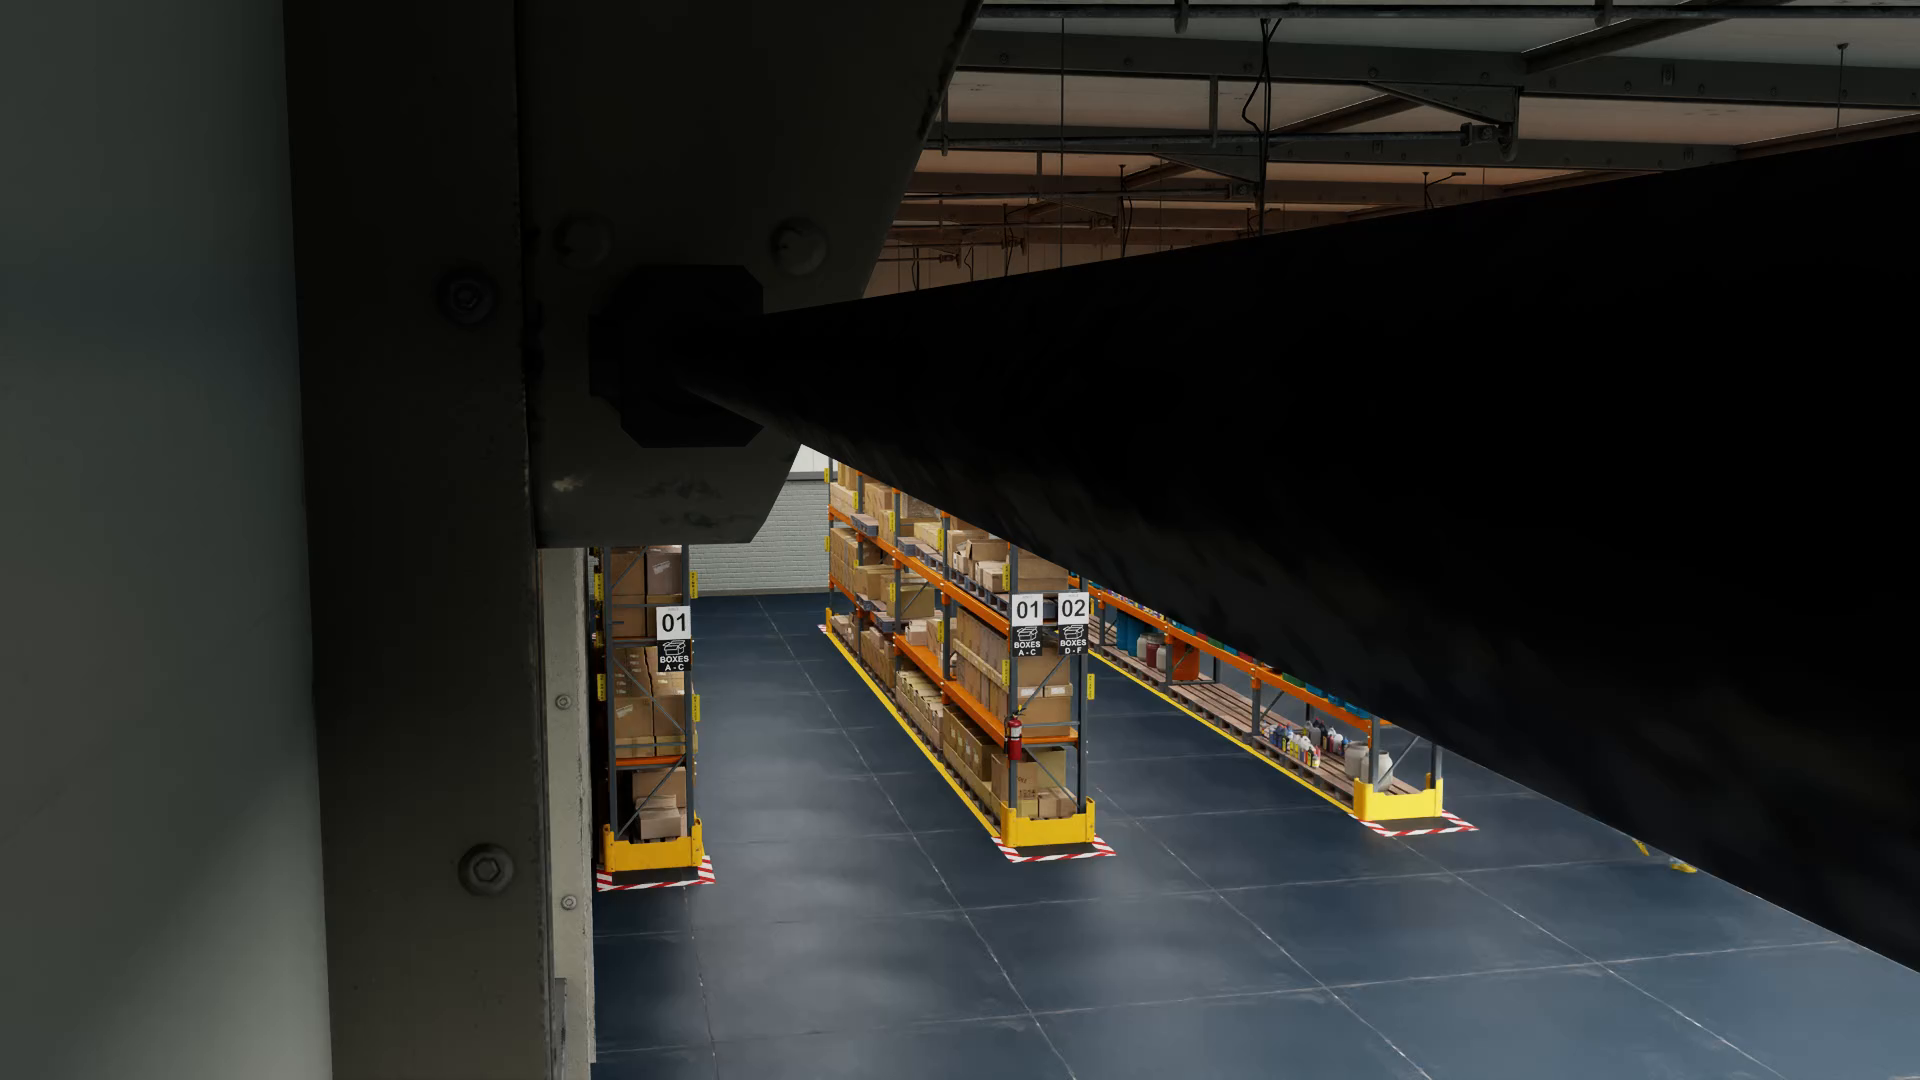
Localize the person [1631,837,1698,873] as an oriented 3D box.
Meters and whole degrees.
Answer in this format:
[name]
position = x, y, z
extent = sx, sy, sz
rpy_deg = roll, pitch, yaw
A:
[person]
position = 8.520, 3.104, 20.024
extent = 0.760, 1.755, 0.691
rpy_deg = 3, 7, 24
